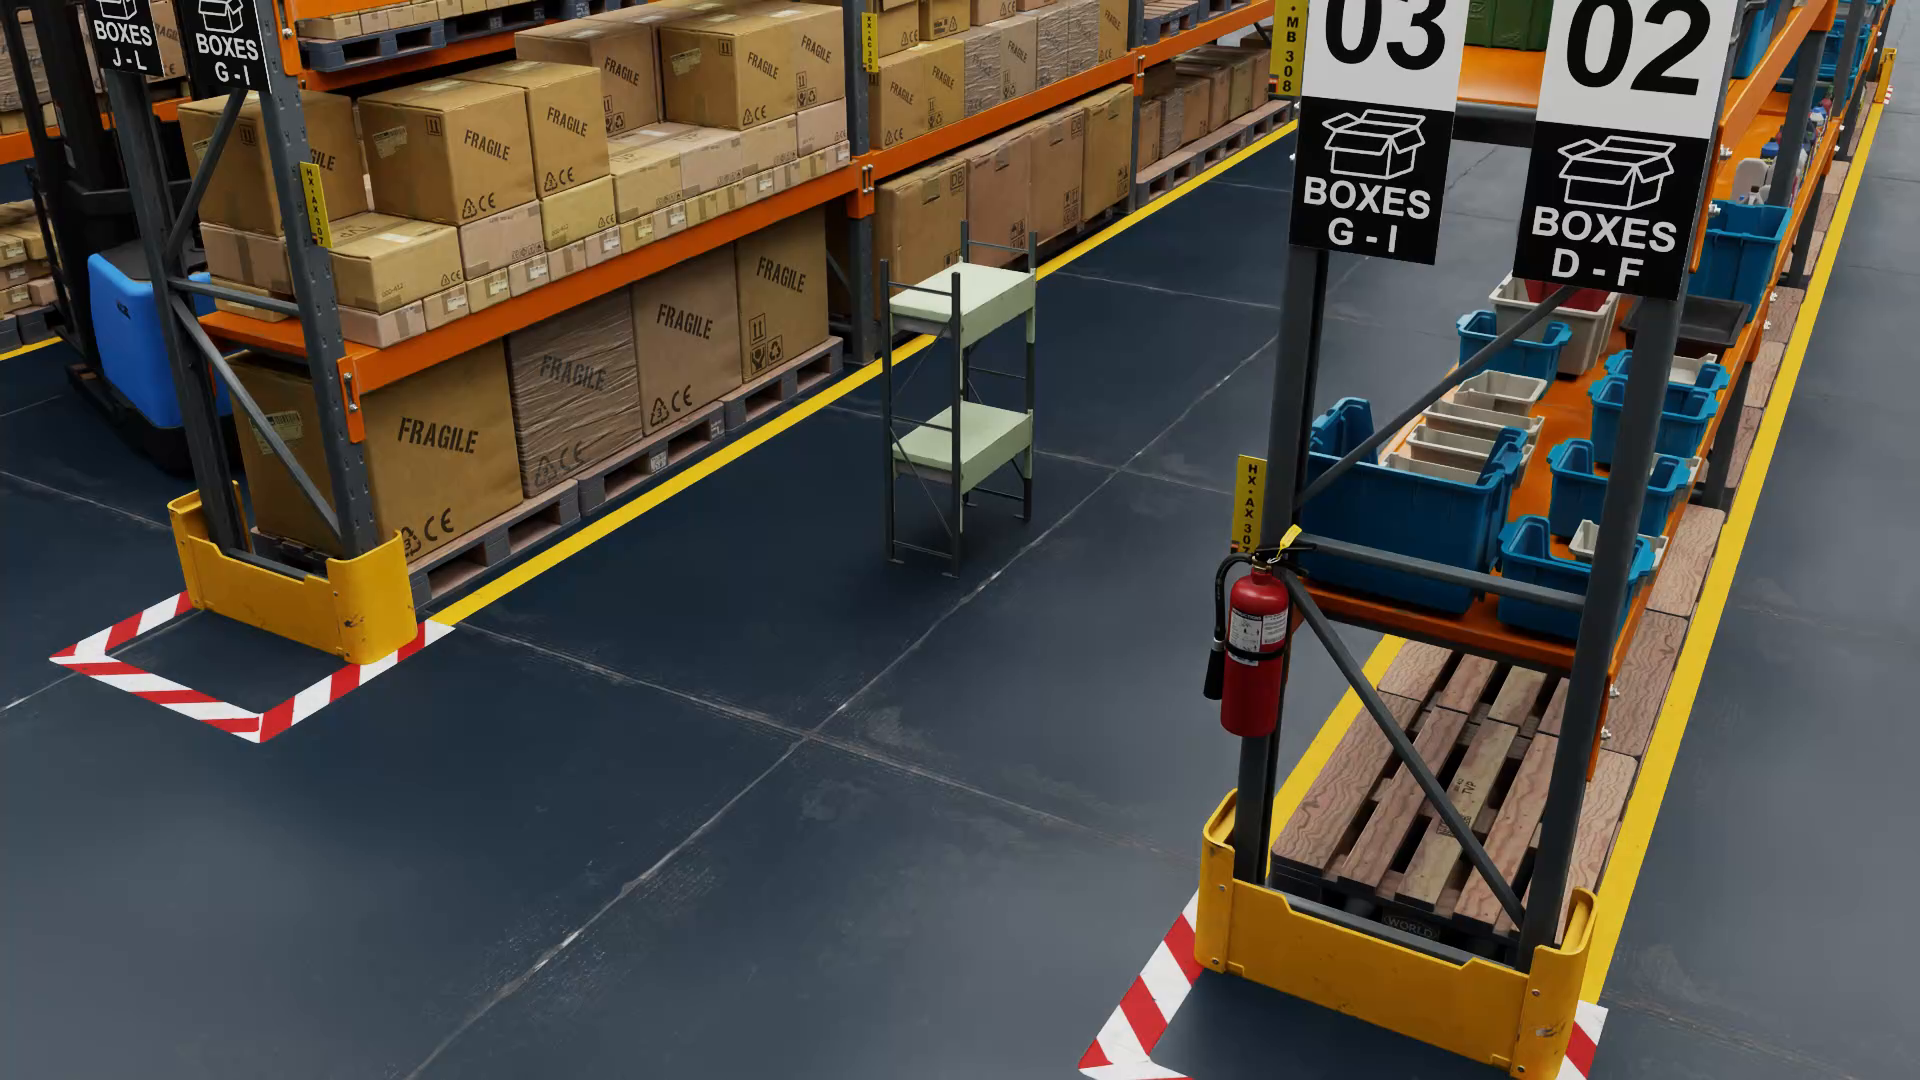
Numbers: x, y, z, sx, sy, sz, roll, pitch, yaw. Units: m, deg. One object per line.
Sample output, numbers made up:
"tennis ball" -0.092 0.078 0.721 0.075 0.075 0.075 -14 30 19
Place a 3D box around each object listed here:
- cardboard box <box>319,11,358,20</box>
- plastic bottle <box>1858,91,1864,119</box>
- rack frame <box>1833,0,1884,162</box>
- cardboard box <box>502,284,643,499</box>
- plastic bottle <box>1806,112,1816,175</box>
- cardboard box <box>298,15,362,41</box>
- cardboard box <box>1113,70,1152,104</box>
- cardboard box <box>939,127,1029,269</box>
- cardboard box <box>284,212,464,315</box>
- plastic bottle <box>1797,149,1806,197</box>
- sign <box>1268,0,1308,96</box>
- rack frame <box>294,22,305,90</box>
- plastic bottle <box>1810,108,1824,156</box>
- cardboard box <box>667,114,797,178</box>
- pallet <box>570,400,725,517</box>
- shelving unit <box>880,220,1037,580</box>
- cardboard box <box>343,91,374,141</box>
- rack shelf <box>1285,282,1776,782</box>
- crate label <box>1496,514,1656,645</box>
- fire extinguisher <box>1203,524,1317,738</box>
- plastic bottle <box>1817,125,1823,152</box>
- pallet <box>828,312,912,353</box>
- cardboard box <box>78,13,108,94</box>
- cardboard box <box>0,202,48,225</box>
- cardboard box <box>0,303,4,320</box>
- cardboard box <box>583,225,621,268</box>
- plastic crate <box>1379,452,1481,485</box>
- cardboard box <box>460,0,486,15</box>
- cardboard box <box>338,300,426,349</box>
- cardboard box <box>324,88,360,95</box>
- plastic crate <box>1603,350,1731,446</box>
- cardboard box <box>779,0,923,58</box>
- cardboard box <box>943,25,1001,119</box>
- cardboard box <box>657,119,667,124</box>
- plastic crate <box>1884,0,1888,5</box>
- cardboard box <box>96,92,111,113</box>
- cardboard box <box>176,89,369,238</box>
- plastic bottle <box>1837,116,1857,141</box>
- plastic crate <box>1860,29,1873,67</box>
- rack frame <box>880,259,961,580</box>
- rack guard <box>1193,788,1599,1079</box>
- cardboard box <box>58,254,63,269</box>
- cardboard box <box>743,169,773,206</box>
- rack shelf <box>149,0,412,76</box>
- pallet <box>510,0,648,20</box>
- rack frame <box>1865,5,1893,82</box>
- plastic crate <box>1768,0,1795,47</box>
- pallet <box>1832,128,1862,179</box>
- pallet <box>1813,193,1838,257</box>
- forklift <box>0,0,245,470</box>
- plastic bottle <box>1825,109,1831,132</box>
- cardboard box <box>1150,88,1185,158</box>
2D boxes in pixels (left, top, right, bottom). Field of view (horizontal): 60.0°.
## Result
"cardboard box" -4.676 -3.946 12.262 0.380 0.149 0.250 15 30 27
"plastic bottle" 8.398 -4.128 15.614 0.144 0.351 0.185 16 31 28
"rack frame" 7.246 -4.581 14.051 1.000 3.000 0.127 14 30 26
"cardboard box" -2.276 -0.855 8.511 0.875 0.875 0.875 14 30 26
"plastic bottle" 4.774 -2.250 9.450 0.144 0.351 0.185 14 30 26
"cardboard box" -4.676 -3.813 12.329 0.380 0.149 0.250 13 29 24
"cardboard box" 1.270 -3.795 13.944 0.500 0.250 0.500 16 31 28
"cardboard box" -0.265 -2.394 11.586 1.225 0.875 0.875 13 29 24
"cardboard box" -2.498 -1.189 7.109 0.500 0.250 0.500 13 30 25
"plastic bottle" 4.521 -1.993 9.024 0.097 0.271 0.097 0 27 0
"sign" 0.856 -1.314 4.290 0.100 0.325 0.005 14 30 26
"rack frame" -5.270 -3.686 12.262 1.000 3.000 0.127 14 30 26
"plastic bottle" 5.073 -2.431 9.898 0.097 0.271 0.097 0 27 0
"cardboard box" -1.243 -2.188 9.105 0.500 0.250 0.500 15 30 28
"pallet" -2.043 -0.551 9.115 1.003 0.211 1.213 14 30 26
"shelving unit" 0.003 -0.673 7.919 0.431 1.500 0.755 14 30 26
"cardboard box" -4.676 -3.321 13.019 0.500 0.250 0.500 13 29 24
"rack shelf" 2.327 -0.362 6.427 1.077 0.370 4.000 14 30 26
"crate label" 1.751 0.120 4.780 0.416 0.233 0.303 14 30 26
"fire extinguisher" 0.873 0.255 4.892 0.296 0.674 0.183 14 30 26
"plastic bottle" 5.121 -2.437 9.990 0.097 0.201 0.097 0 27 0
"pallet" -0.687 -1.625 11.259 1.003 0.211 1.213 14 30 26
"cardboard box" -5.764 -3.217 10.882 0.500 0.500 0.500 14 30 26
"cardboard box" -6.411 -2.173 11.290 0.380 0.149 0.250 14 30 26
"cardboard box" -6.306 -1.467 10.546 0.380 0.149 0.250 15 30 27
"cardboard box" -1.877 -1.450 8.077 0.380 0.149 0.250 14 30 26
"plastic crate" 1.587 -0.171 5.469 0.396 0.136 0.243 14 30 26
"cardboard box" -4.038 -4.324 13.348 0.380 0.149 0.250 14 30 25
"cardboard box" -2.507 -0.949 7.075 0.380 0.149 0.250 15 30 27
"cardboard box" -5.124 -3.437 13.251 0.500 0.250 0.500 13 30 25
"plastic crate" 2.546 -0.510 6.039 0.416 0.233 0.300 14 30 26
"cardboard box" -0.694 -3.298 10.255 0.797 0.503 0.637 13 30 25
"cardboard box" -0.064 -3.114 11.008 0.500 0.500 0.500 13 30 25
"cardboard box" -1.710 -2.302 9.333 0.500 0.250 0.500 14 30 26
"plastic crate" 8.160 -4.953 15.031 0.450 0.188 0.662 14 30 26
"cardboard box" -5.850 -2.900 10.973 0.380 0.149 0.250 14 30 25
"cardboard box" -2.958 -1.644 7.181 0.500 0.500 0.500 15 30 27
"plastic bottle" 7.920 -3.720 14.881 0.152 0.276 0.135 15 30 28
"plastic crate" 6.635 -3.746 12.618 0.450 0.188 0.662 14 30 26
"rack frame" -0.177 -0.531 7.635 0.400 1.500 0.023 14 30 26
"rack guard" 1.342 1.225 5.244 1.175 0.500 0.348 14 30 26
"cardboard box" -6.022 -1.948 11.174 0.380 0.149 0.250 16 31 28
"cardboard box" -1.246 -1.950 9.076 0.380 0.149 0.250 15 30 27
"rack shelf" -1.985 -2.794 7.934 1.077 0.370 4.000 14 30 26
"pallet" -3.560 -4.858 14.817 1.213 0.211 1.003 14 30 26
"rack frame" 9.214 -6.140 17.165 1.000 3.000 0.127 14 30 26
"plastic crate" 2.334 -1.753 5.119 0.504 0.338 0.767 14 30 26
"pallet" 7.613 -3.587 15.180 1.003 0.211 1.213 14 30 26
"pallet" 6.295 -2.542 13.093 1.003 0.211 1.213 14 30 26
"forklift" -4.742 -2.270 9.510 1.130 2.935 3.031 -20 33 -35
"plastic bottle" 5.378 -2.641 10.397 0.097 0.201 0.097 0 27 0
"cardboard box" 1.540 -3.677 14.544 0.700 0.500 0.500 12 29 22
